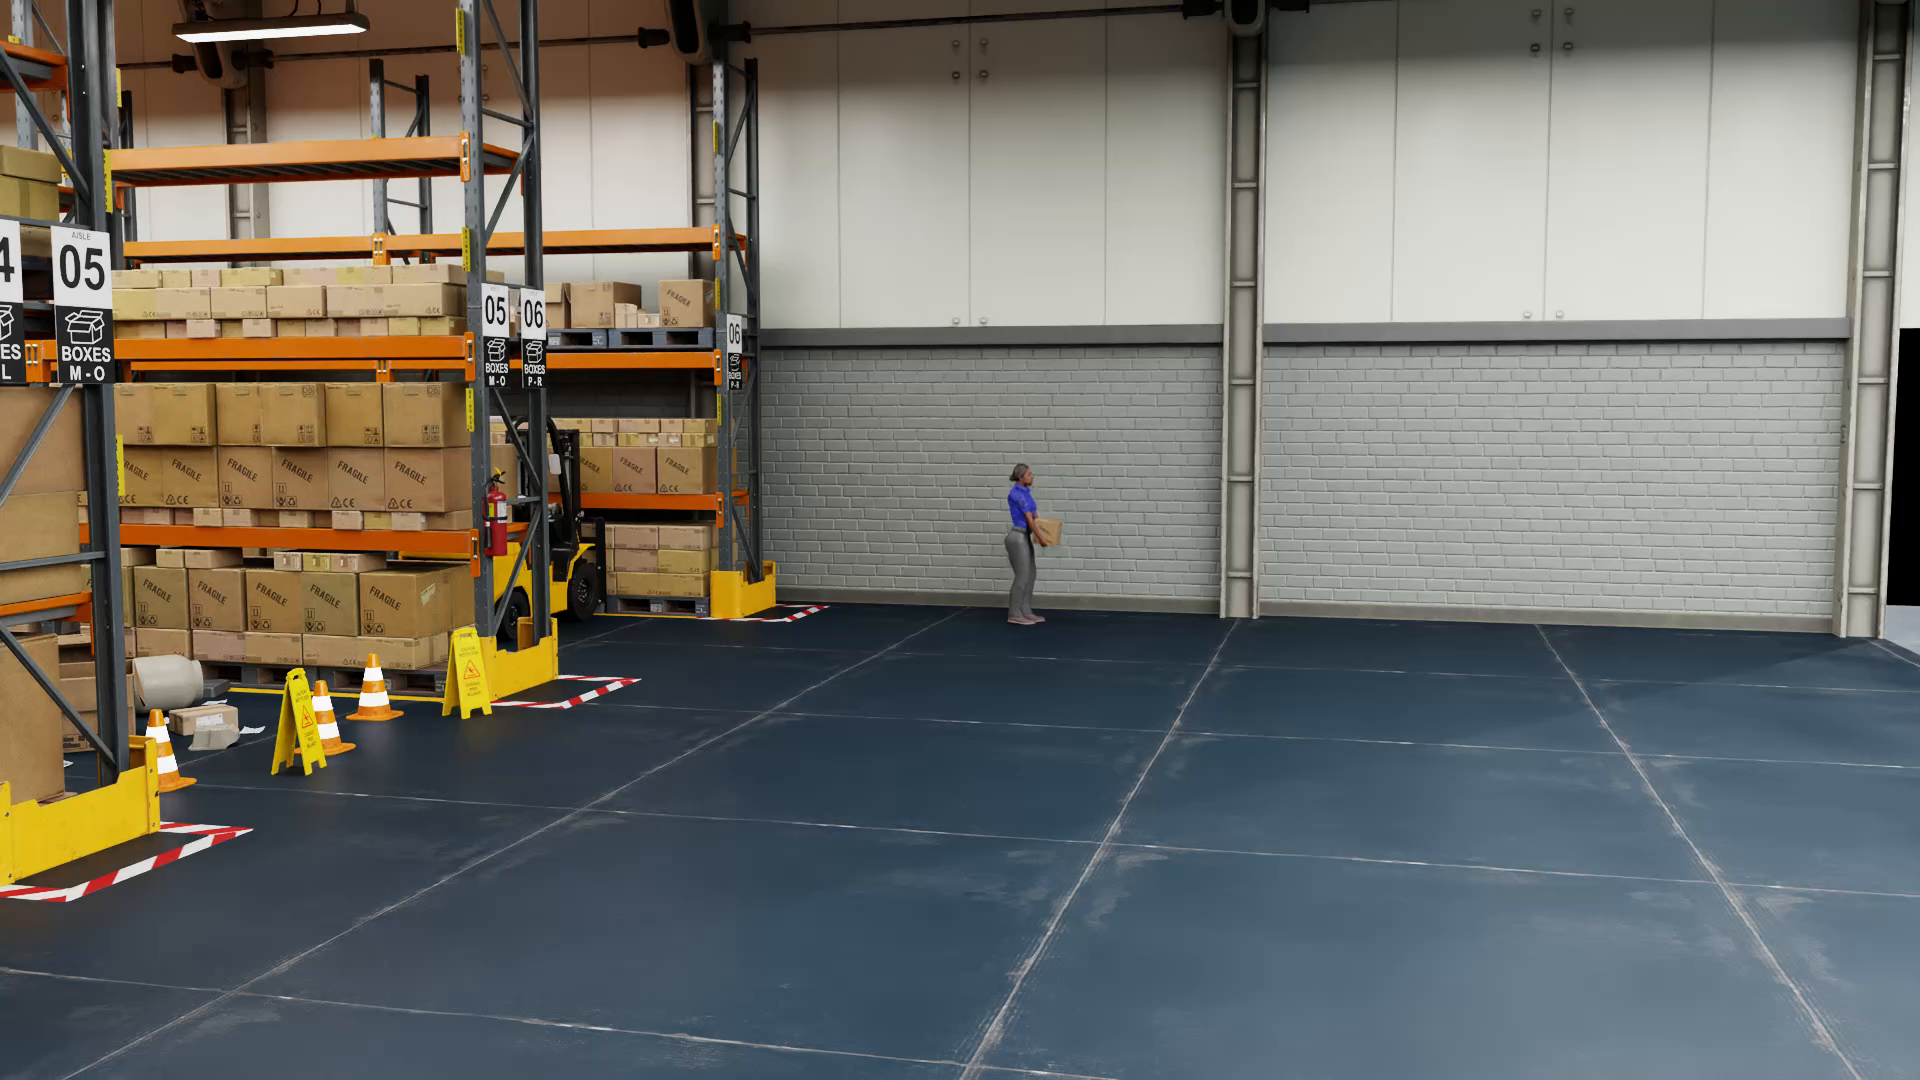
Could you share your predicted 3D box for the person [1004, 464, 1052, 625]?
[{"bbox_3d":[0.728,0.040,17.183,0.509,1.657,0.412,1,5,13],"label":"person"}]
